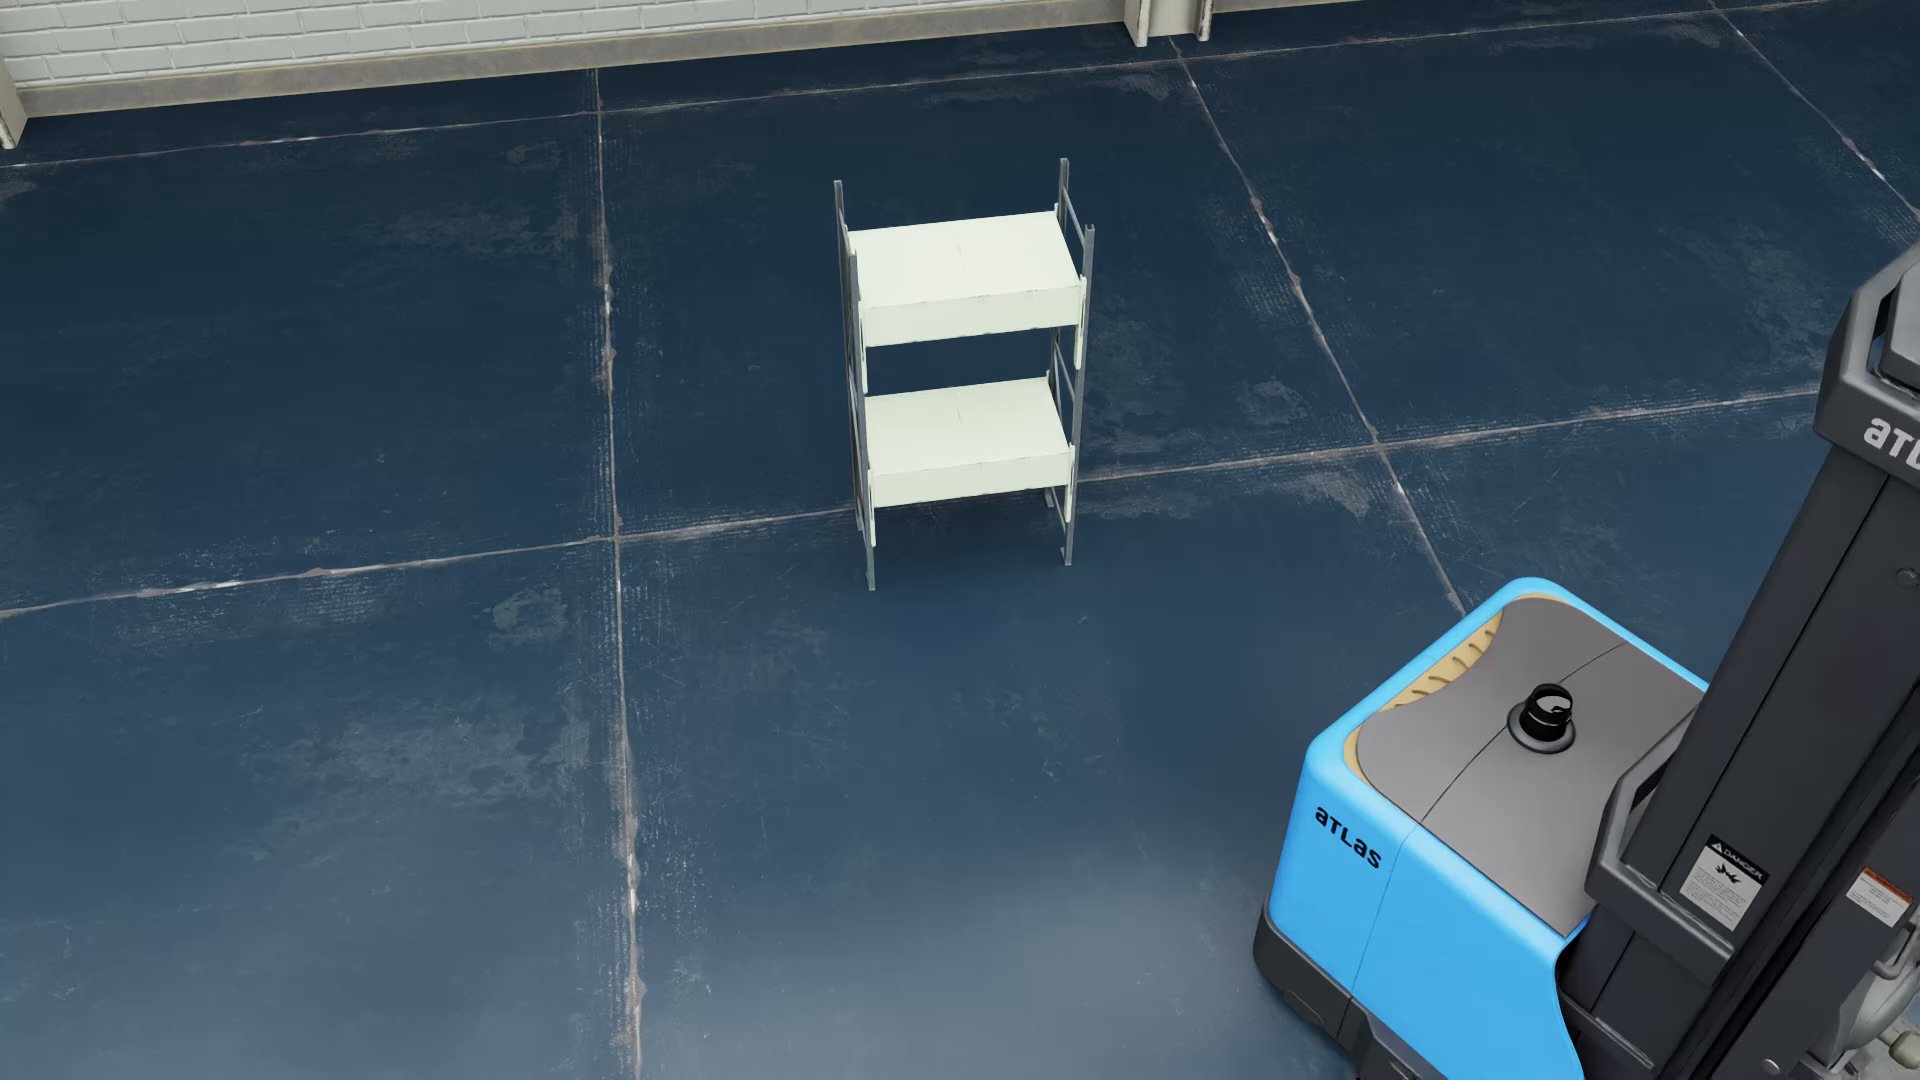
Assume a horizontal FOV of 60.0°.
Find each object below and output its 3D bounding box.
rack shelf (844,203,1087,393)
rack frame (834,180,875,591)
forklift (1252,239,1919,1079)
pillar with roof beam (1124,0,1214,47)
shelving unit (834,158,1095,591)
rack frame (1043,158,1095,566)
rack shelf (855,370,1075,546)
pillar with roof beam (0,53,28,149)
[{"bbox_3d":[0.007,-0.792,5.430,0.720,0.370,0.431,-7,46,-7],"label":"rack shelf"},{"bbox_3d":[-0.354,-0.476,5.667,0.023,1.500,0.400,-7,46,-7],"label":"rack frame"},{"bbox_3d":[2.219,0.835,3.410,1.130,2.935,3.031,-32,54,-27],"label":"forklift"},{"bbox_3d":[1.832,-2.796,2.695,0.400,9.000,9.100,-7,46,-7],"label":"pillar with roof beam"},{"bbox_3d":[0.007,-0.521,5.711,0.755,1.500,0.431,-7,46,-7],"label":"shelving unit"},{"bbox_3d":[0.367,-0.566,5.754,0.023,1.500,0.400,-7,46,-7],"label":"rack frame"},{"bbox_3d":[0.007,-0.295,5.945,0.720,0.370,0.431,-7,46,-7],"label":"rack shelf"},{"bbox_3d":[-4.081,-2.060,1.986,0.400,9.000,9.100,-7,46,-7],"label":"pillar with roof beam"}]
